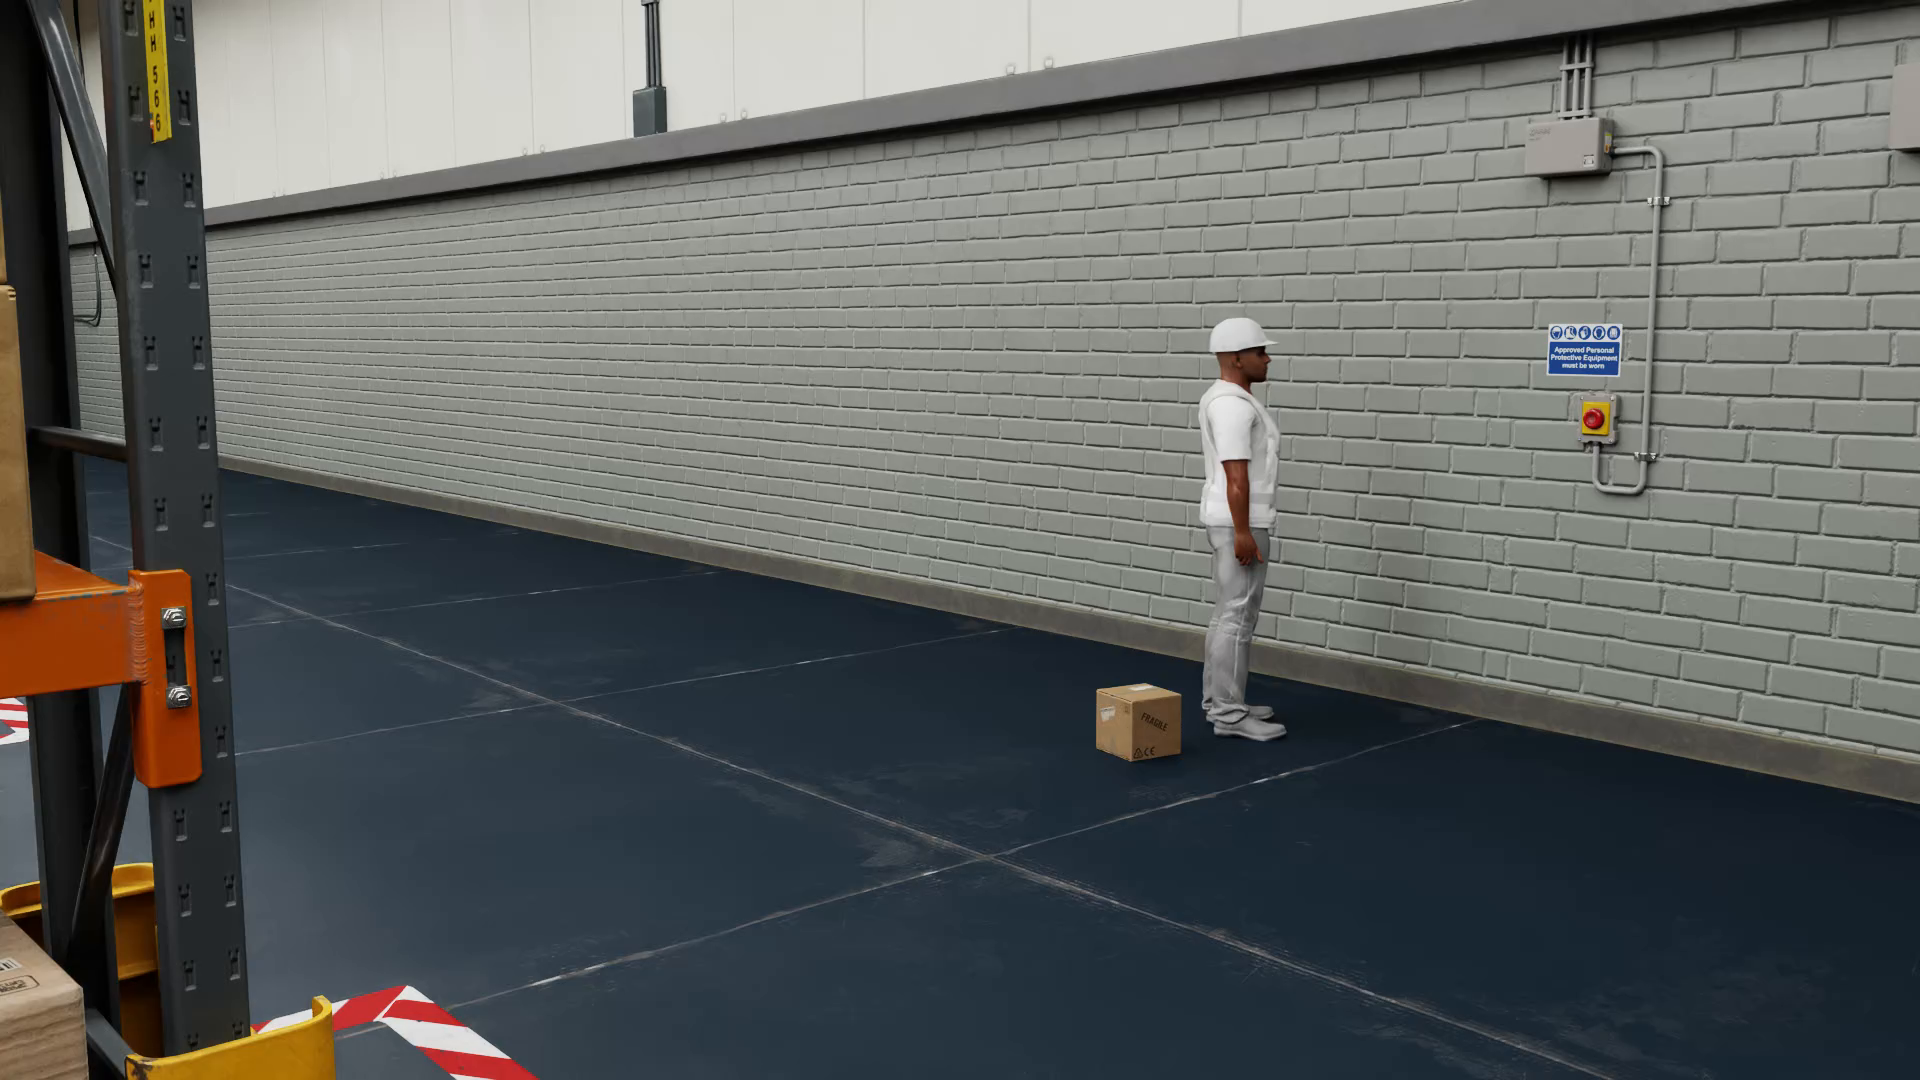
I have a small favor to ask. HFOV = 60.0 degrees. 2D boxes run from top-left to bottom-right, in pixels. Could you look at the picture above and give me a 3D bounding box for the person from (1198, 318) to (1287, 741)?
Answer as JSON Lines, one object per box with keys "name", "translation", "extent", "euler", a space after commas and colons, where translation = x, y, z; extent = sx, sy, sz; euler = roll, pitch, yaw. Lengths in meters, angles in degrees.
{"name": "person", "translation": [1.208, -0.061, 7.135], "extent": [0.369, 1.771, 0.551], "euler": [0, 7, 2]}
